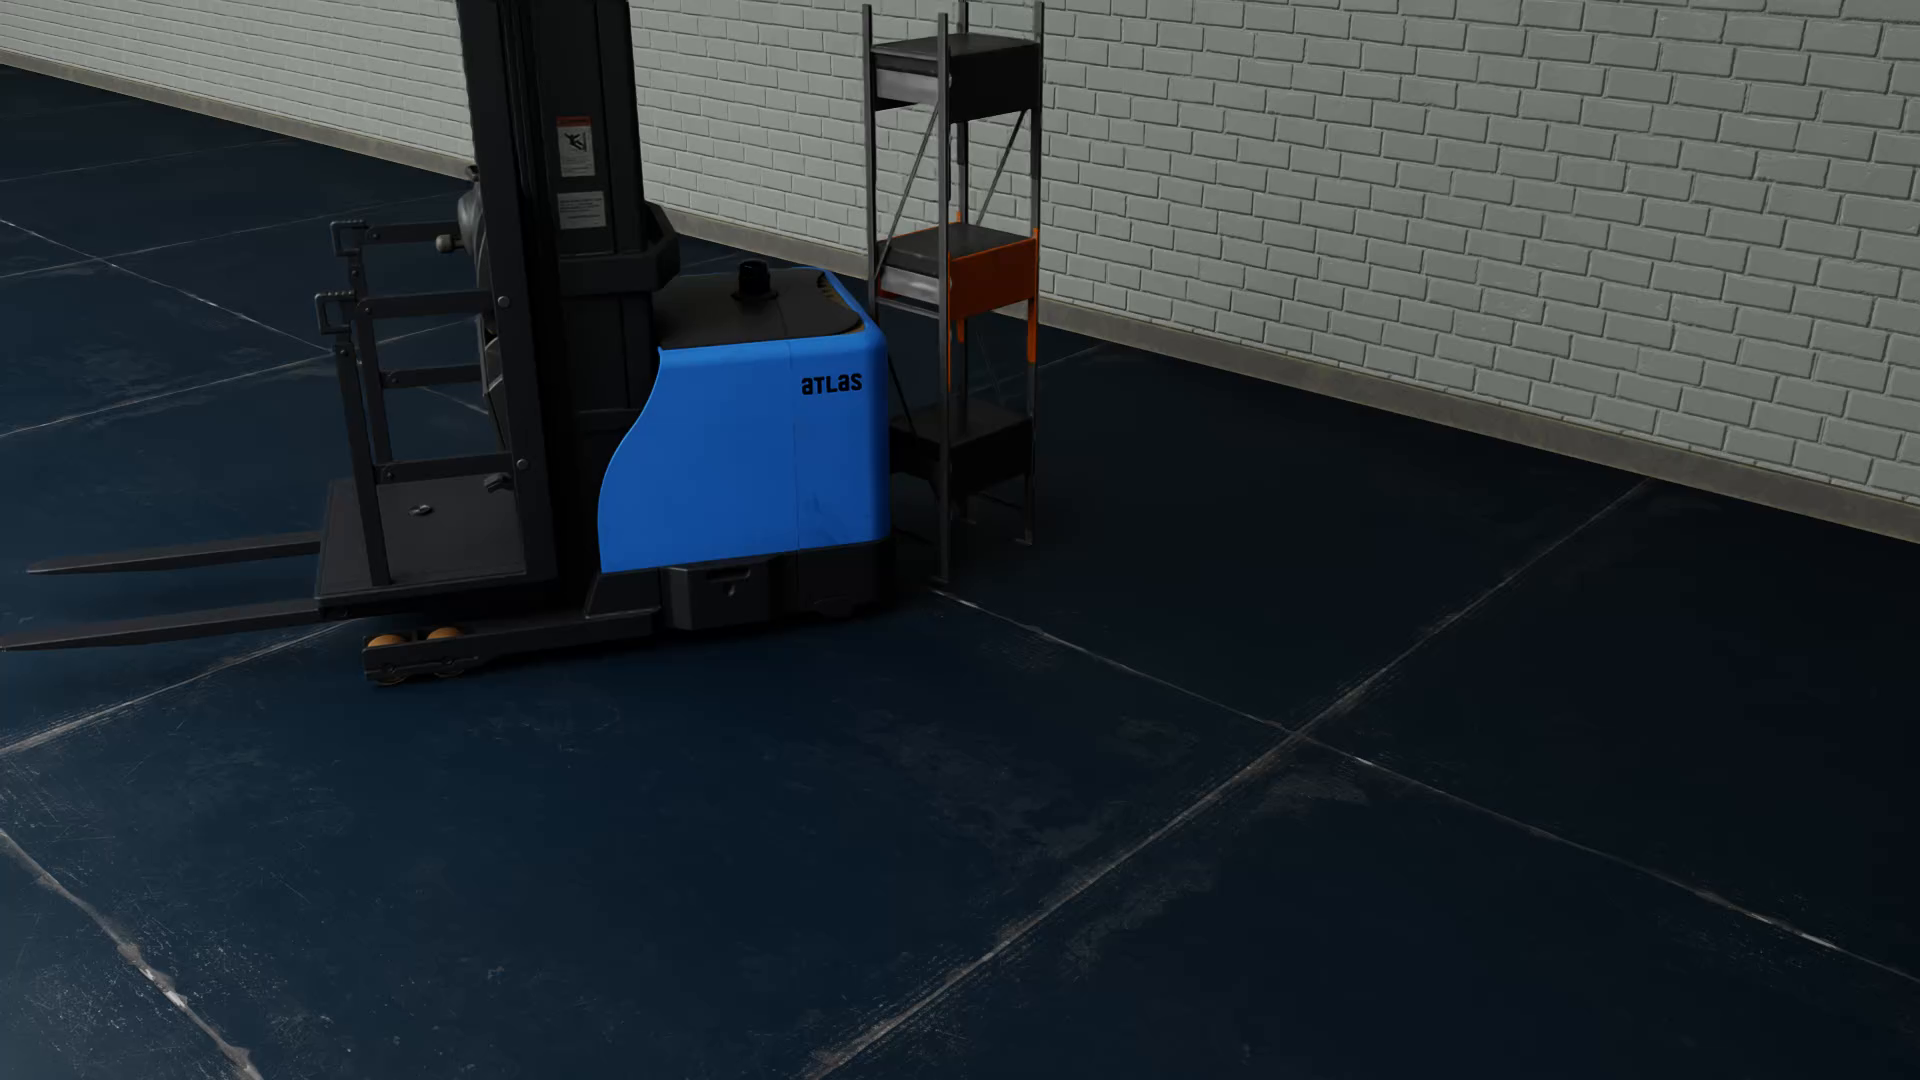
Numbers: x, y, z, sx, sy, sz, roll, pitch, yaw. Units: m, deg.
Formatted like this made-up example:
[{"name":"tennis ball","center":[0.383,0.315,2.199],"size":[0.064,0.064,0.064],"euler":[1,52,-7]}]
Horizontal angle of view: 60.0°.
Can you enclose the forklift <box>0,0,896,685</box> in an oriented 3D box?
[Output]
[{"name":"forklift","center":[-1.813,-1.086,5.590],"size":[3.031,2.935,1.130],"euler":[-7,25,-15]}]

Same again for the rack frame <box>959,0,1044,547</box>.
[{"name":"rack frame","center":[0.146,-0.987,6.384],"size":[0.400,2.100,0.015],"euler":[21,32,39]}]

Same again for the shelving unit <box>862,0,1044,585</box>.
[{"name":"shelving unit","center":[-0.021,-0.914,6.223],"size":[0.431,2.100,0.503],"euler":[21,32,39]}]

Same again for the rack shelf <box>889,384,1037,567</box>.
[{"name":"rack shelf","center":[-0.021,-0.263,6.515],"size":[0.431,0.518,0.480],"euler":[21,32,39]}]

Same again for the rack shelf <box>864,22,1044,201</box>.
[{"name":"rack shelf","center":[-0.021,-1.541,5.942],"size":[0.431,0.518,0.480],"euler":[21,32,39]}]

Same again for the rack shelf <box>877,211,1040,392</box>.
[{"name":"rack shelf","center":[-0.021,-0.902,6.228],"size":[0.431,0.518,0.480],"euler":[21,32,39]}]

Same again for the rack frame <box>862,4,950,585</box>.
[{"name":"rack frame","center":[-0.189,-0.842,6.061],"size":[0.400,2.100,0.015],"euler":[21,32,39]}]
